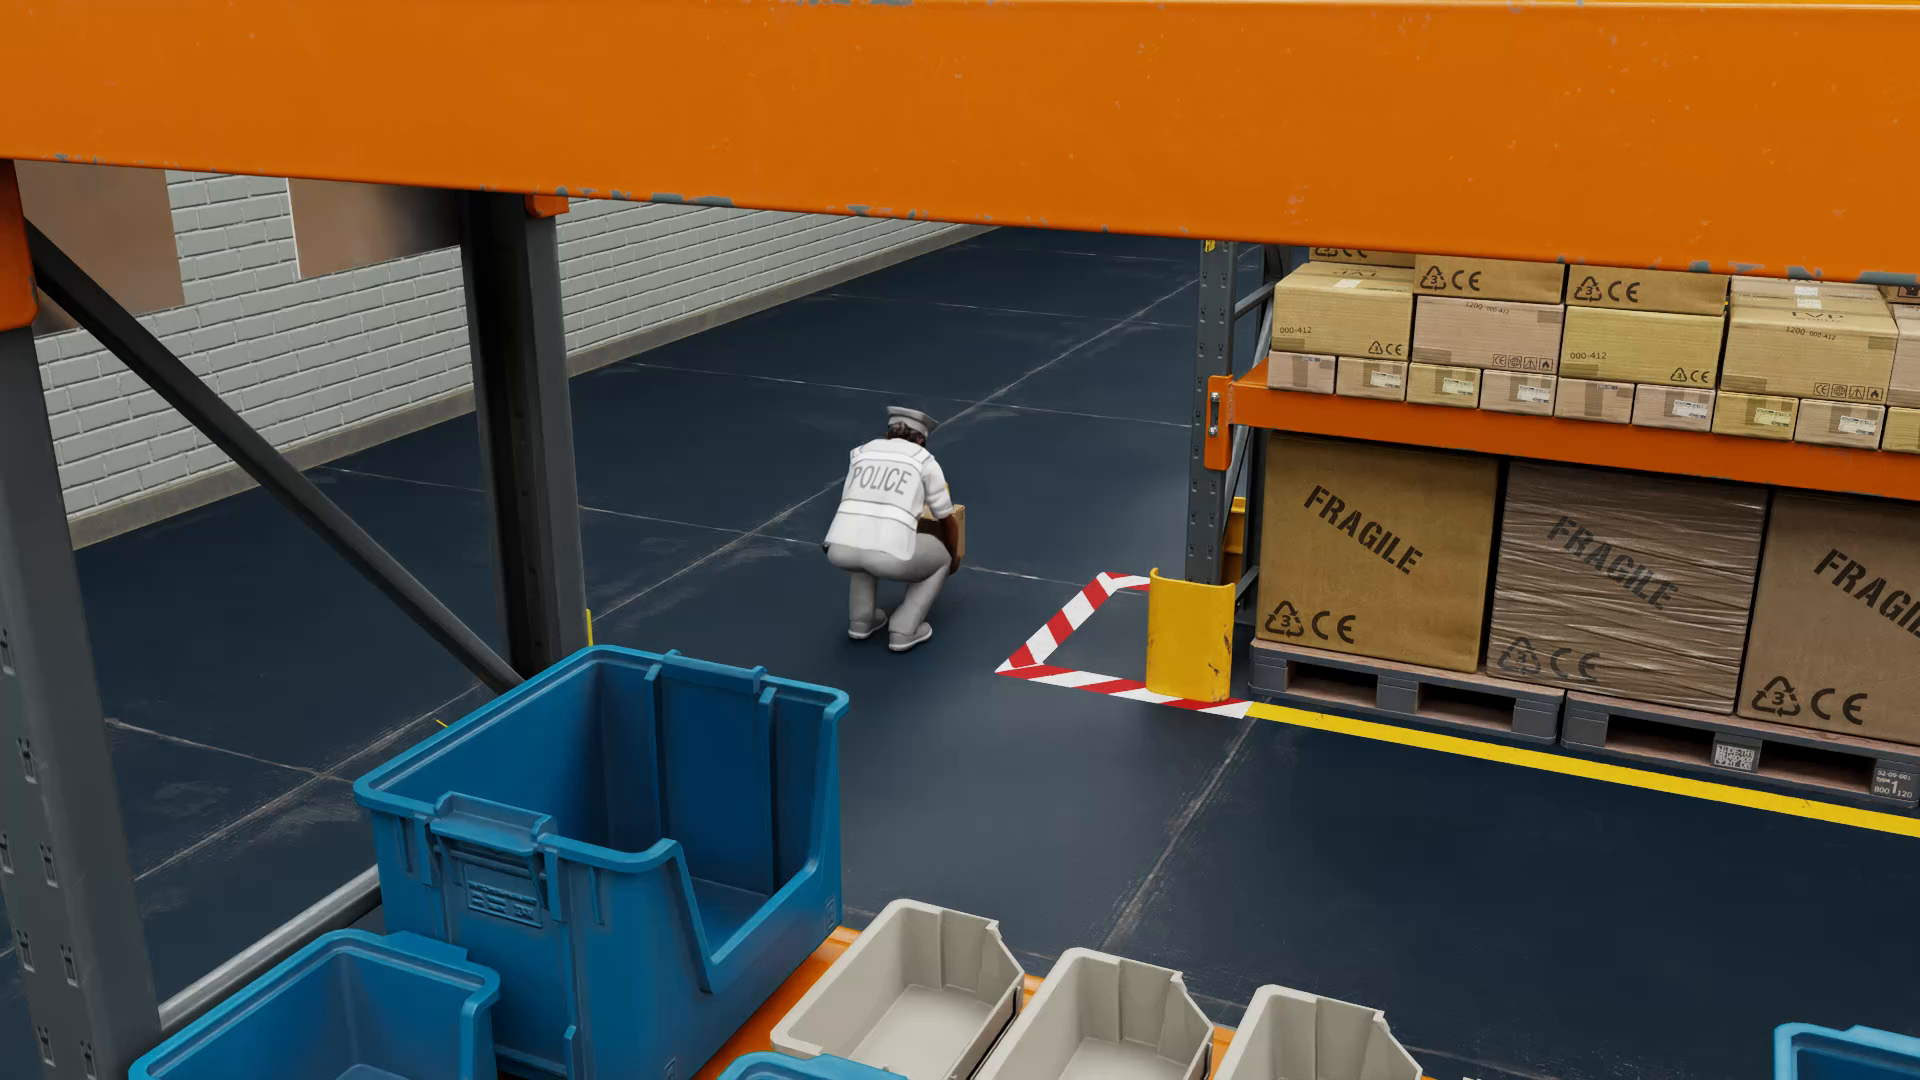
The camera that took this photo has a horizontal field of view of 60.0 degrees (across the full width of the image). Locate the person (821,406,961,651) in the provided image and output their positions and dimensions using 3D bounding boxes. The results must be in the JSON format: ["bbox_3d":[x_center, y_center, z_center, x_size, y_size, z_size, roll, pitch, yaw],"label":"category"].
[{"bbox_3d":[-0.299,-0.058,7.305,0.484,0.968,0.835,8,21,23],"label":"person"}]
